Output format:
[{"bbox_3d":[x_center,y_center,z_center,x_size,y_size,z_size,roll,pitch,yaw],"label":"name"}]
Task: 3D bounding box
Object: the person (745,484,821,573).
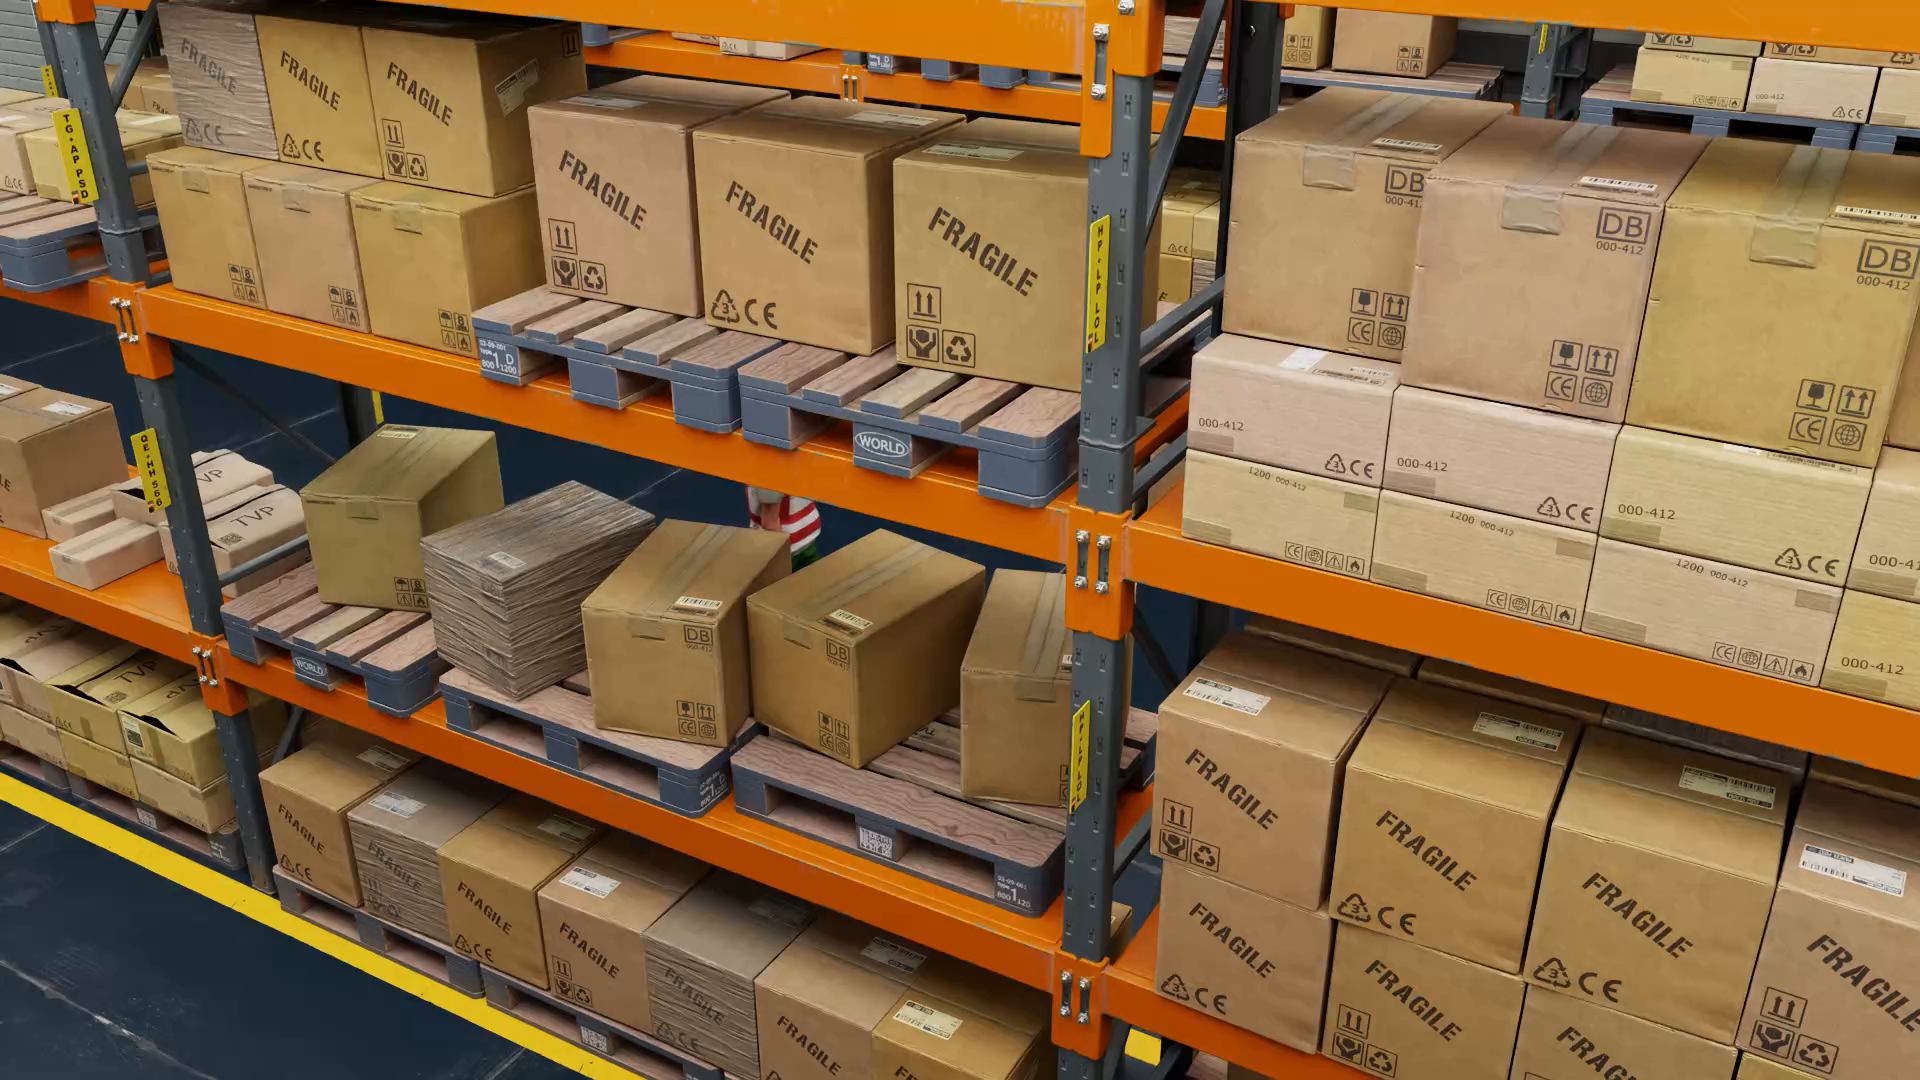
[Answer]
[{"bbox_3d":[-1.005,-0.023,8.604,0.817,1.764,0.553,15,30,28],"label":"person"}]
